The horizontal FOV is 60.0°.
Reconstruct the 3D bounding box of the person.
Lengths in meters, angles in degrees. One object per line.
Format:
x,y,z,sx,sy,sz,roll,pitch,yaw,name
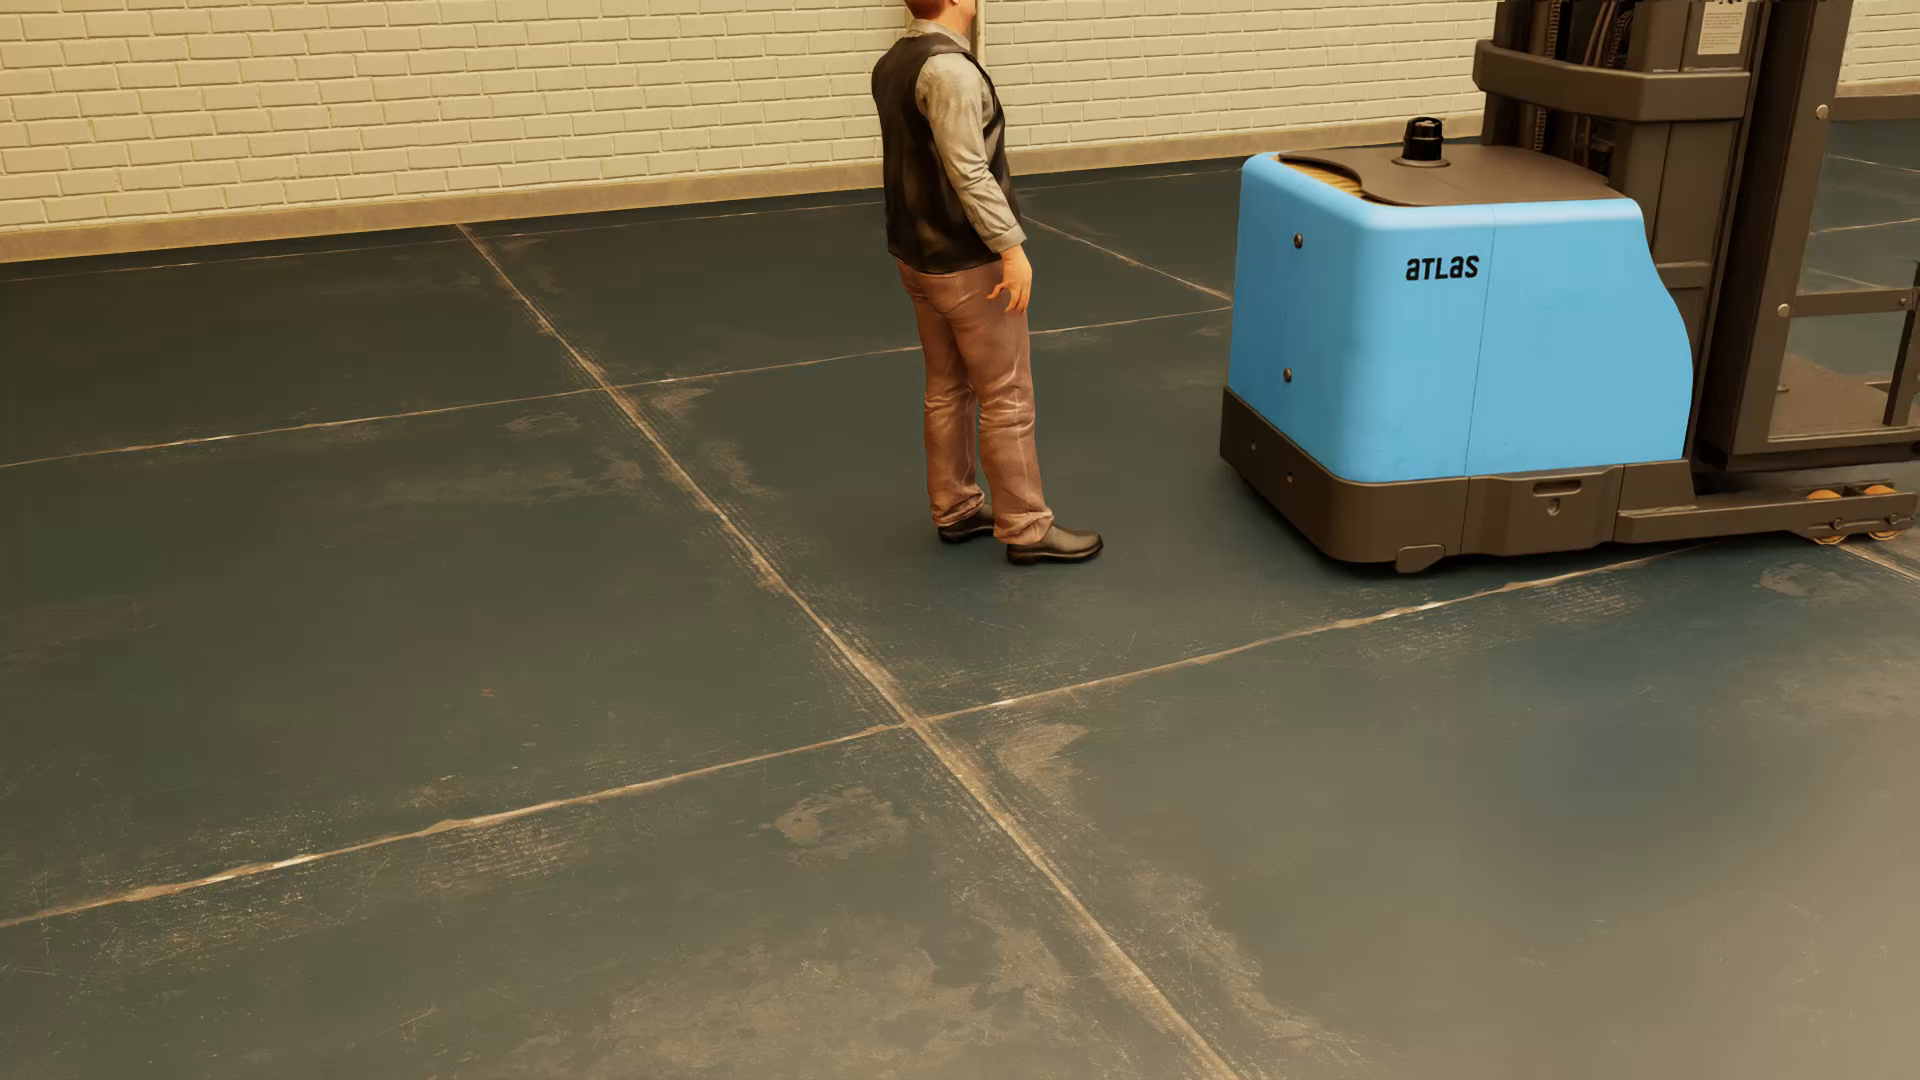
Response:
0.059,-0.809,4.791,0.568,1.720,0.632,-10,25,-23,person

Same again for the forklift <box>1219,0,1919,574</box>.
2.447,-1.530,4.970,3.031,2.935,1.130,-5,23,-11,forklift
